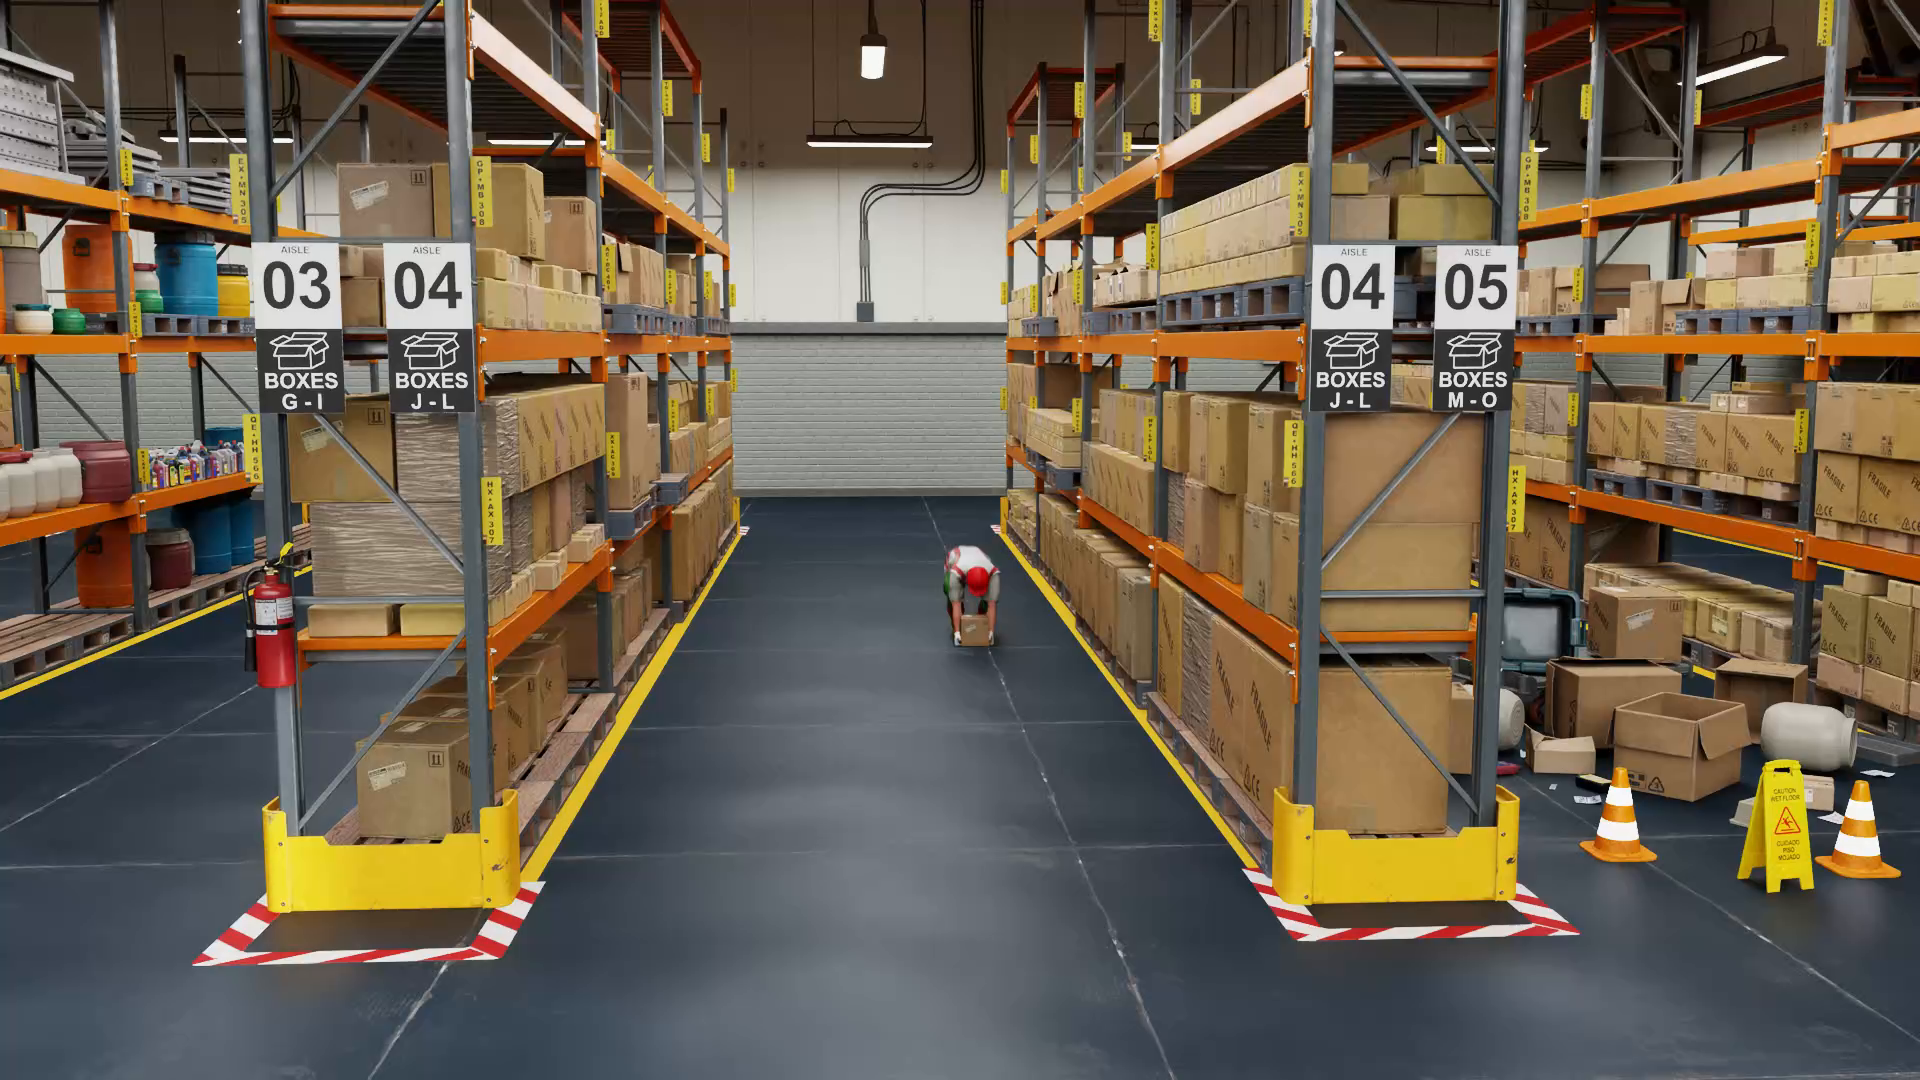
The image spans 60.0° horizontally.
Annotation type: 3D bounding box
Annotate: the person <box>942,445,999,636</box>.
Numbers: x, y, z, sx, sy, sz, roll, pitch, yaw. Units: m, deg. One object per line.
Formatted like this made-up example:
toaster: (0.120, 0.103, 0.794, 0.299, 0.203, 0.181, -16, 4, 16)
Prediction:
person: (0.103, 0.007, 15.561, 0.533, 1.793, 0.474, -1, 7, -6)
